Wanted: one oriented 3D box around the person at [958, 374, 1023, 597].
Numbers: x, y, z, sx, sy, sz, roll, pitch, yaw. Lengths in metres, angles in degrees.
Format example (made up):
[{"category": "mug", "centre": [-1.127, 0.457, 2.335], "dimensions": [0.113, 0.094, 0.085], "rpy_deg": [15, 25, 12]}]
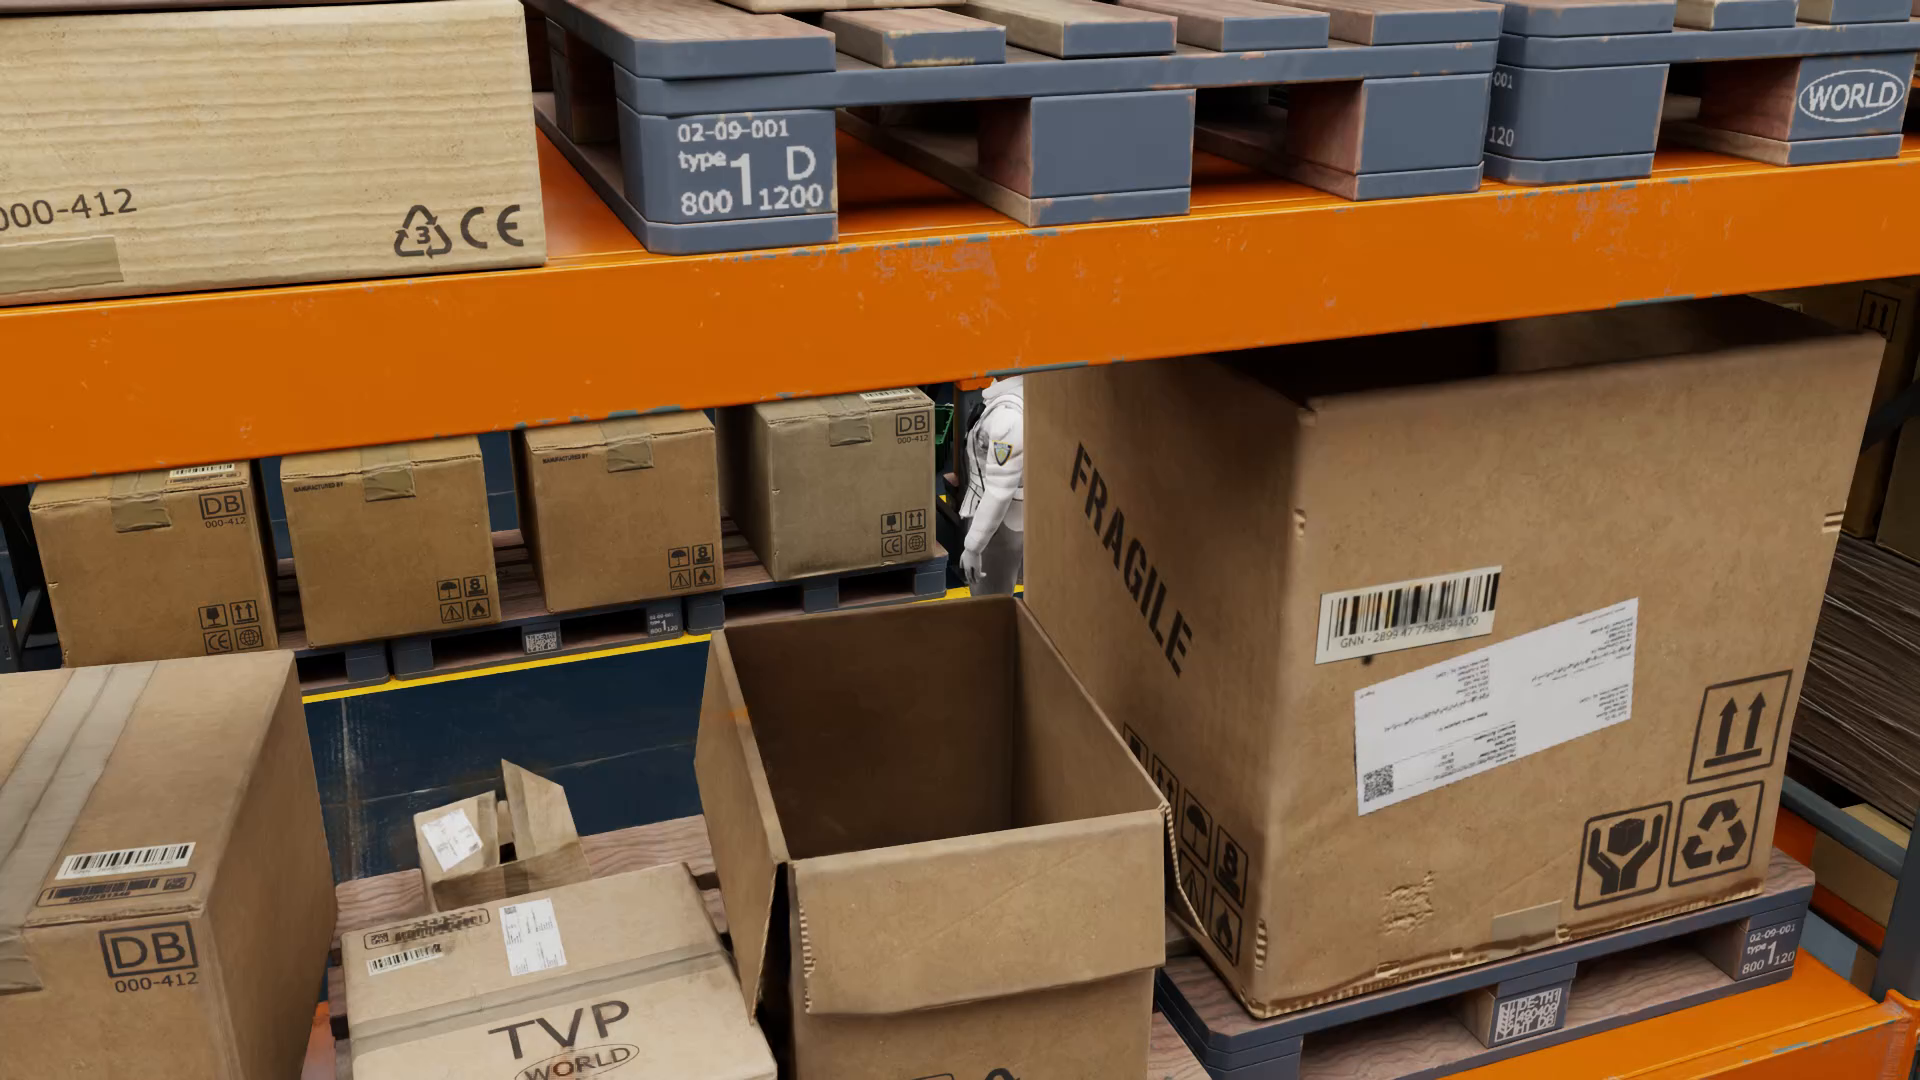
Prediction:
[{"category": "person", "centre": [0.080, -0.065, 6.182], "dimensions": [0.532, 1.696, 0.588], "rpy_deg": [5, 23, 11]}]
